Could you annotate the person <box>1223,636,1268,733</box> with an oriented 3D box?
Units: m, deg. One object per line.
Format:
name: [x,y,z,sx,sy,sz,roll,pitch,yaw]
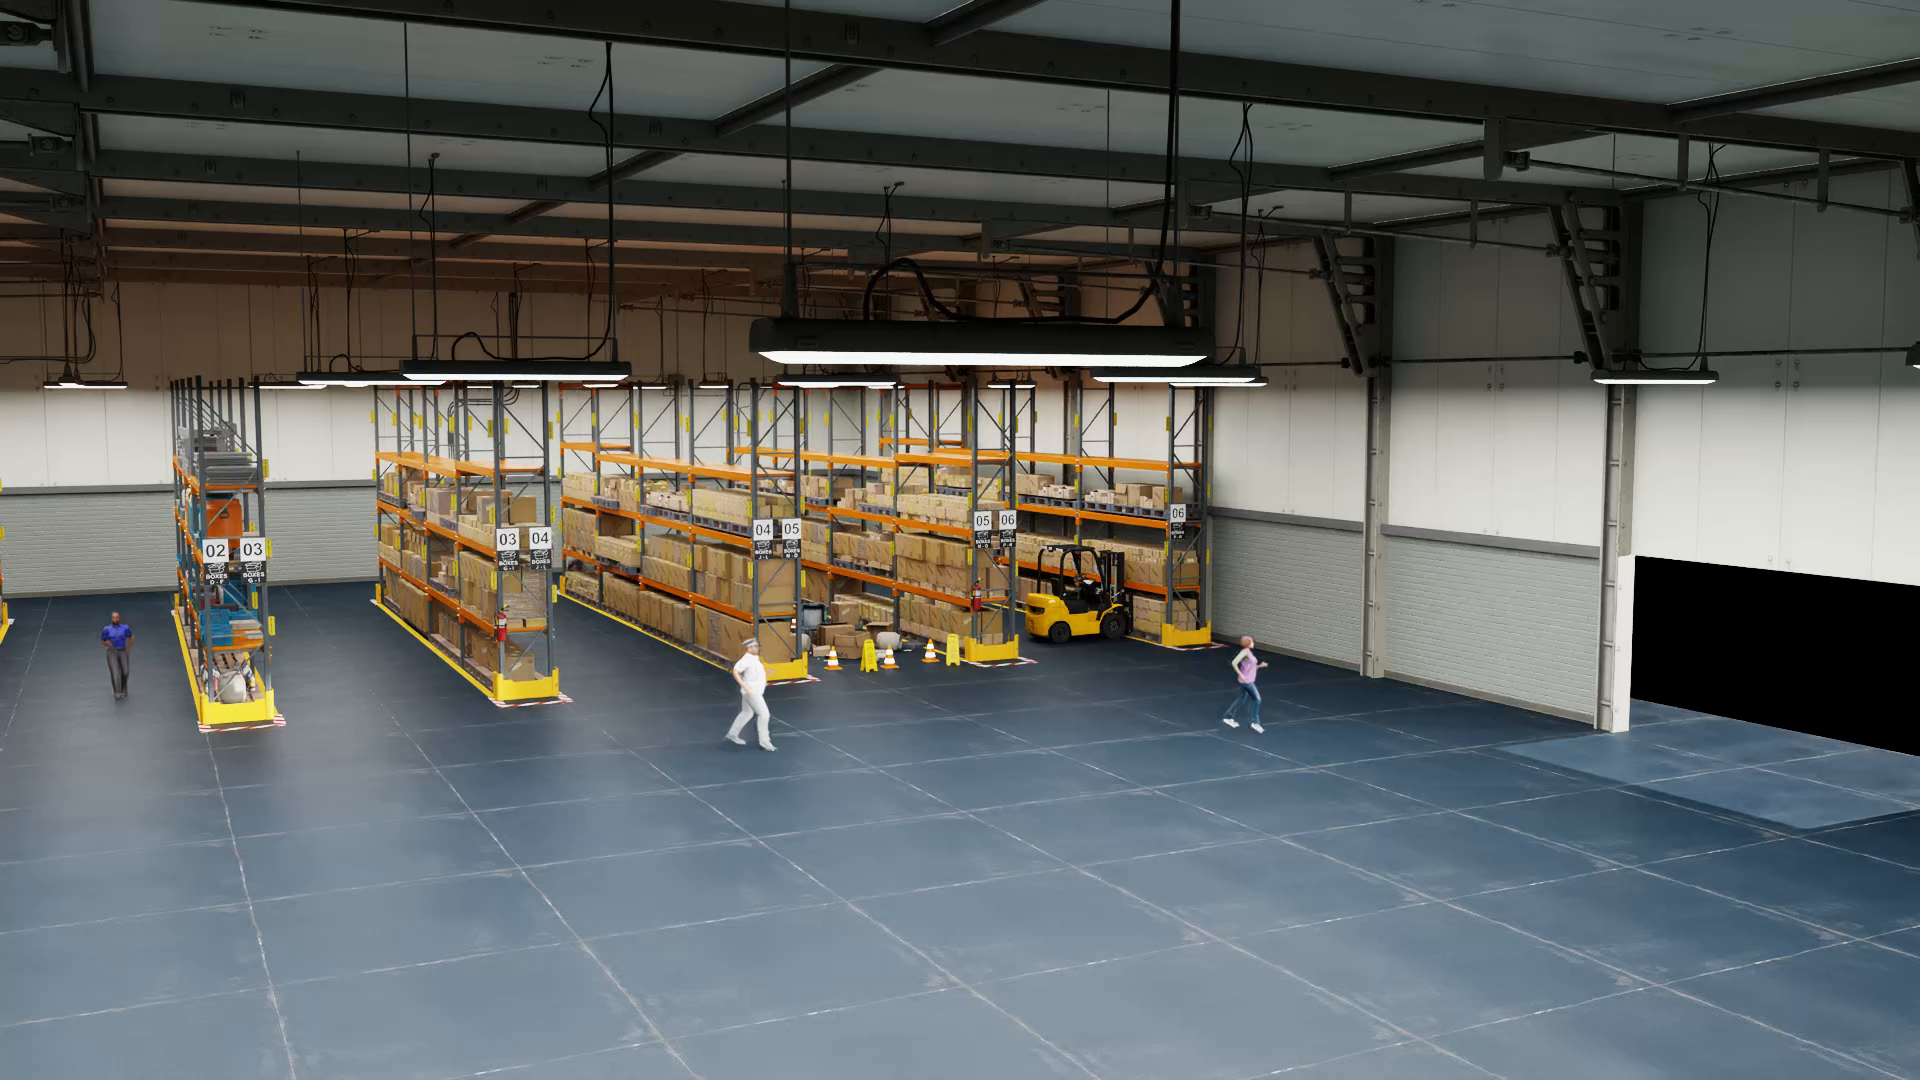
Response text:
person: [4.811,2.426,28.031,0.737,1.643,0.510,1,5,10]

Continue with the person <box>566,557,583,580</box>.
person: [-11.216,0.555,48.686,0.735,1.731,0.655,-3,6,-28]

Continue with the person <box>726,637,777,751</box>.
person: [-3.347,2.467,26.642,0.837,1.839,0.640,0,5,-3]

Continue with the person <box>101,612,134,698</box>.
person: [-15.673,2.165,30.973,0.561,1.618,0.599,-3,6,-30]
